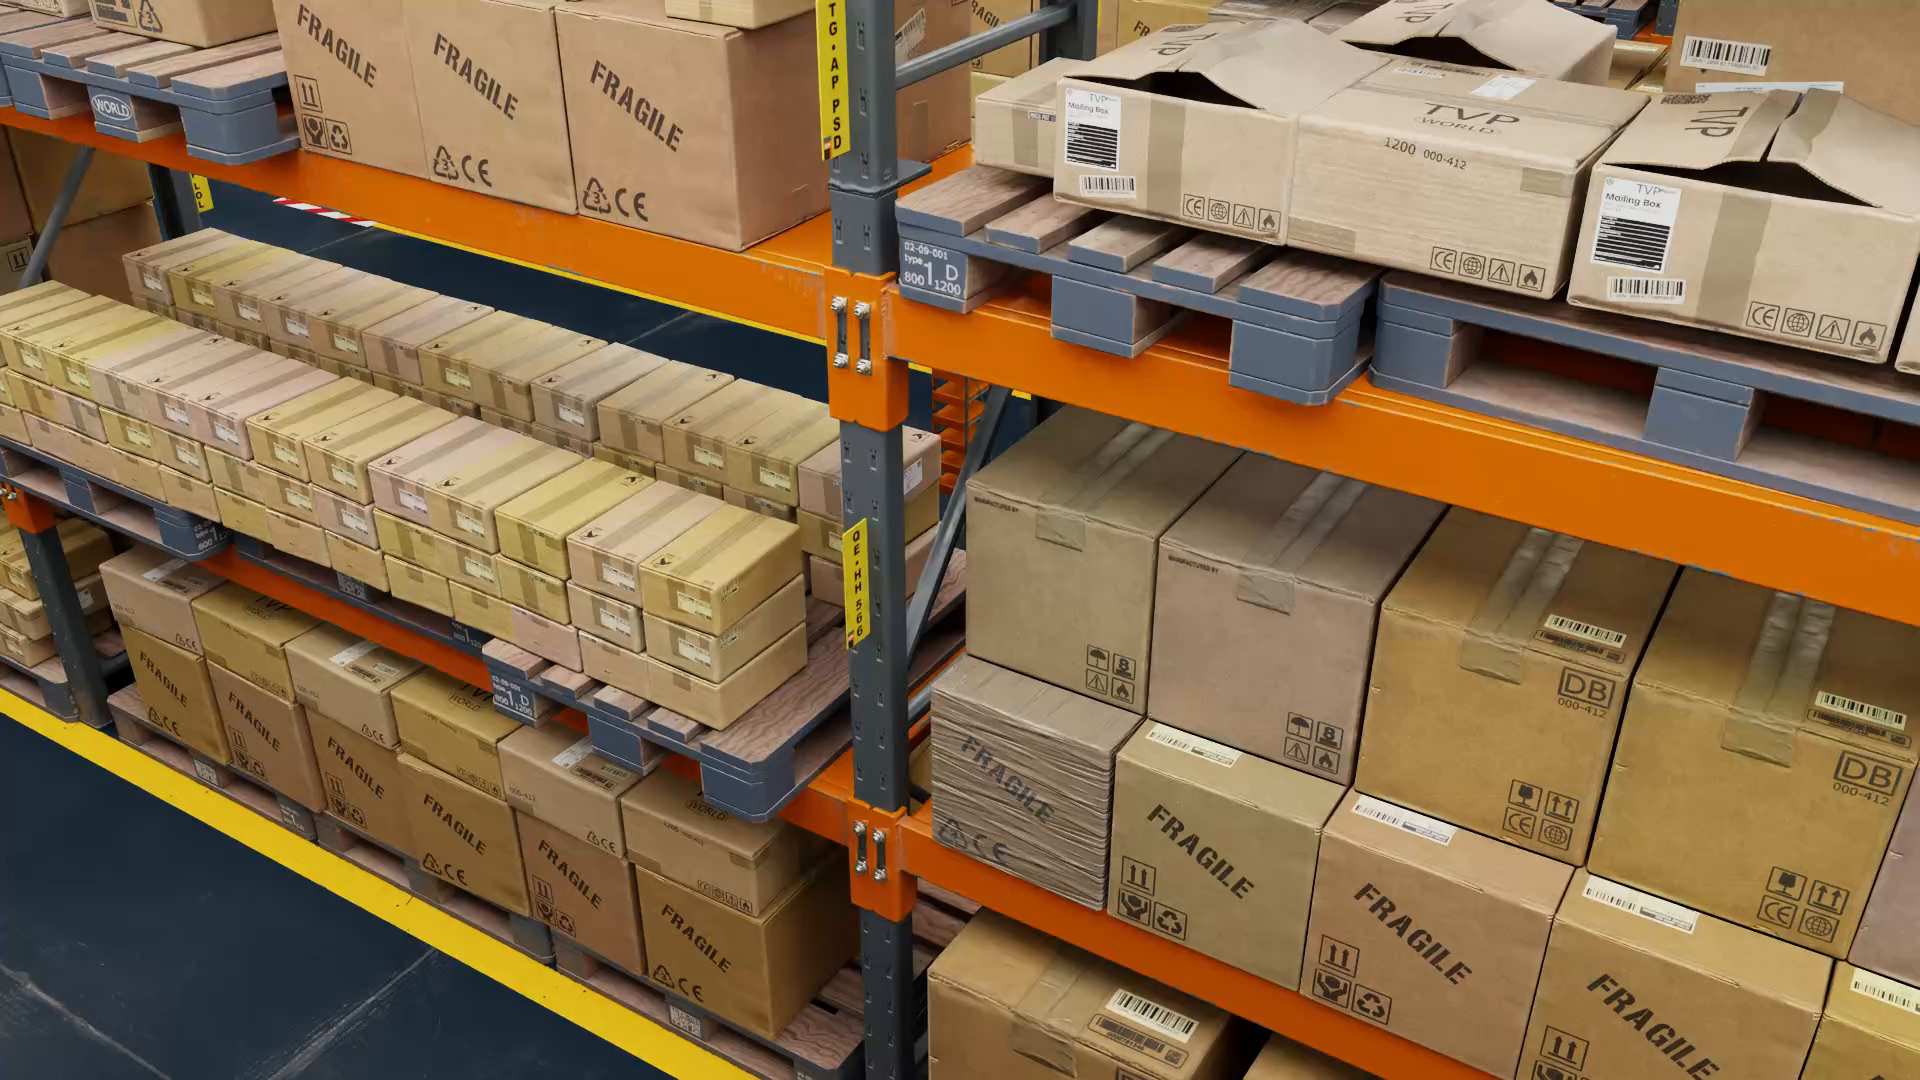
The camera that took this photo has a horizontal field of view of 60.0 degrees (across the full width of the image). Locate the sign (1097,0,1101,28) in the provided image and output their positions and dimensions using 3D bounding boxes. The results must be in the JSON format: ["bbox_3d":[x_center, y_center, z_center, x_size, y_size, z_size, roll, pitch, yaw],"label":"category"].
[{"bbox_3d":[0.335,-1.448,4.188,0.005,0.325,0.100,18,35,27],"label":"sign"}]

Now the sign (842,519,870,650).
[{"bbox_3d":[-0.248,0.108,4.018,0.005,0.325,0.100,18,35,27],"label":"sign"}]

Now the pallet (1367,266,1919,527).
[{"bbox_3d":[1.555,-0.426,3.215,1.213,0.211,1.003,19,35,30],"label":"pallet"}]

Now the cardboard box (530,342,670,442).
[{"bbox_3d":[-1.144,-0.478,5.335,0.250,0.149,0.380,19,35,30],"label":"cardboard box"}]

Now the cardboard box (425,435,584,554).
[{"bbox_3d":[-1.288,-0.134,4.746,0.250,0.149,0.380,19,35,29],"label":"cardboard box"}]

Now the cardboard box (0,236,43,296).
[{"bbox_3d":[-3.915,-0.913,6.444,0.500,0.500,0.500,18,35,27],"label":"cardboard box"}]

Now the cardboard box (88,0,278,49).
[{"bbox_3d":[-2.117,-1.784,4.835,0.637,0.503,0.797,17,34,27],"label":"cardboard box"}]

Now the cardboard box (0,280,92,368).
[{"bbox_3d":[-3.266,-0.760,5.818,0.250,0.149,0.380,19,35,30],"label":"cardboard box"}]

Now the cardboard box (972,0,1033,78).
[{"bbox_3d":[0.280,-2.846,9.061,0.500,0.500,0.500,17,34,26],"label":"cardboard box"}]

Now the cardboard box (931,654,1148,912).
[{"bbox_3d":[0.269,0.532,4.263,0.500,0.500,0.500,18,35,28],"label":"cardboard box"}]

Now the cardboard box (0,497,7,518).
[{"bbox_3d":[-4.247,-0.038,7.161,0.250,0.149,0.380,17,34,27],"label":"cardboard box"}]

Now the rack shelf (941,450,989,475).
[{"bbox_3d":[0.012,-0.372,8.024,0.180,0.103,0.258,18,35,27],"label":"rack shelf"}]

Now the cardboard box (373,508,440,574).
[{"bbox_3d":[-1.500,-0.075,4.939,0.250,0.149,0.380,17,34,27],"label":"cardboard box"}]

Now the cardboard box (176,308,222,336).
[{"bbox_3d":[-2.689,-0.841,6.252,0.250,0.149,0.380,18,35,28],"label":"cardboard box"}]

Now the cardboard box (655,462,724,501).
[{"bbox_3d":[-0.729,-0.219,5.186,0.250,0.149,0.380,16,34,26],"label":"cardboard box"}]

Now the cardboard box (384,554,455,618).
[{"bbox_3d":[-1.495,0.055,5.012,0.250,0.149,0.380,16,34,25],"label":"cardboard box"}]

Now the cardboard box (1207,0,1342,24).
[{"bbox_3d":[1.563,-2.436,8.358,0.500,0.500,0.500,18,35,28],"label":"cardboard box"}]

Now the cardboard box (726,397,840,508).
[{"bbox_3d":[-0.485,-0.268,4.974,0.250,0.149,0.380,17,34,26],"label":"cardboard box"}]

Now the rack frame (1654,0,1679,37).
[{"bbox_3d":[5.214,-3.920,11.992,0.127,3.000,1.000,18,35,27],"label":"rack frame"}]

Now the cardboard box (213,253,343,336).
[{"bbox_3d":[-2.466,-0.896,6.051,0.250,0.149,0.380,16,34,26],"label":"cardboard box"}]

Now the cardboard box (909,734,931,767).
[{"bbox_3d":[-0.423,0.626,5.520,0.500,0.250,0.500,16,34,25],"label":"cardboard box"}]

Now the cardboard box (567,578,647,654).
[{"bbox_3d":[-0.855,0.129,4.589,0.250,0.149,0.380,19,35,29],"label":"cardboard box"}]

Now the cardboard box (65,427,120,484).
[{"bbox_3d":[-2.819,-0.363,5.728,0.250,0.149,0.380,18,35,28],"label":"cardboard box"}]

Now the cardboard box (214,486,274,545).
[{"bbox_3d":[-2.157,-0.156,5.373,0.250,0.149,0.380,17,34,26],"label":"cardboard box"}]

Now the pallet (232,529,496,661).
[{"bbox_3d":[-1.666,-0.091,5.619,1.213,0.211,1.003,18,35,27],"label":"pallet"}]

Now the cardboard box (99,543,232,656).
[{"bbox_3d":[-2.870,0.153,6.331,0.500,0.250,0.500,16,34,25],"label":"cardboard box"}]

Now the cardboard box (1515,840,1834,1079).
[{"bbox_3d":[1.549,0.936,3.569,0.500,0.500,0.500,17,34,27],"label":"cardboard box"}]

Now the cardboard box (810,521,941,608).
[{"bbox_3d":[-0.239,0.061,5.002,0.250,0.149,0.380,17,34,27],"label":"cardboard box"}]

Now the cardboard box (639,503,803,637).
[{"bbox_3d":[-0.626,0.074,4.389,0.250,0.149,0.380,16,34,25],"label":"cardboard box"}]

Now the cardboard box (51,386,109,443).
[{"bbox_3d":[-2.827,-0.494,5.658,0.250,0.149,0.380,18,35,28],"label":"cardboard box"}]

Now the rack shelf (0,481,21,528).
[{"bbox_3d":[-5.049,-0.957,7.628,4.000,0.370,1.077,18,35,27],"label":"rack shelf"}]

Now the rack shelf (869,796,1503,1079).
[{"bbox_3d":[1.727,1.186,3.954,4.000,0.370,1.077,18,35,27],"label":"rack shelf"}]

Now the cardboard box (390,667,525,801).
[{"bbox_3d":[-1.542,0.569,5.618,0.500,0.250,0.500,18,35,28],"label":"cardboard box"}]

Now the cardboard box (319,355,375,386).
[{"bbox_3d":[-2.027,-0.632,5.894,0.250,0.149,0.380,16,34,25],"label":"cardboard box"}]

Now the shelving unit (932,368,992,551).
[{"bbox_3d":[0.012,-0.514,7.941,0.189,1.200,0.258,18,35,27],"label":"shelving unit"}]

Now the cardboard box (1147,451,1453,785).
[{"bbox_3d":[0.837,0.124,3.970,0.500,0.500,0.700,17,34,27],"label":"cardboard box"}]

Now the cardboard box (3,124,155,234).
[{"bbox_3d":[-3.608,-1.561,6.562,0.500,0.500,0.500,18,35,28],"label":"cardboard box"}]

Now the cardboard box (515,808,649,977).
[{"bbox_3d":[-1.101,1.032,5.568,0.500,0.500,0.500,19,35,29],"label":"cardboard box"}]

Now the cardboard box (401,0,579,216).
[{"bbox_3d":[-1.017,-1.172,4.207,0.500,0.500,0.500,18,35,27],"label":"cardboard box"}]

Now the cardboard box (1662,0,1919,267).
[{"bbox_3d":[1.654,-0.878,3.186,0.500,0.500,0.500,18,35,27],"label":"cardboard box"}]

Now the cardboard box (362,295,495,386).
[{"bbox_3d":[-1.808,-0.688,5.695,0.250,0.149,0.380,16,34,25],"label":"cardboard box"}]

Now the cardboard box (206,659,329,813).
[{"bbox_3d":[-2.421,0.618,6.277,0.500,0.500,0.500,19,35,29],"label":"cardboard box"}]

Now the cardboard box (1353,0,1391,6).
[{"bbox_3d":[2.291,-2.512,8.487,0.500,0.500,0.500,16,34,26],"label":"cardboard box"}]

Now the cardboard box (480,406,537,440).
[{"bbox_3d":[-1.362,-0.421,5.533,0.250,0.149,0.380,17,34,27],"label":"cardboard box"}]

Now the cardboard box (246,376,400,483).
[{"bbox_3d":[-1.940,-0.343,5.104,0.250,0.149,0.380,19,35,29],"label":"cardboard box"}]

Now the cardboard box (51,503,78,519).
[{"bbox_3d":[-3.979,-0.266,7.551,0.250,0.149,0.380,17,34,27],"label":"cardboard box"}]

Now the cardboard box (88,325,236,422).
[{"bbox_3d":[-2.601,-0.550,5.459,0.250,0.149,0.380,17,34,27],"label":"cardboard box"}]

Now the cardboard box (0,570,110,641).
[{"bbox_3d":[-3.791,0.241,6.978,0.250,0.149,0.380,18,35,28],"label":"cardboard box"}]

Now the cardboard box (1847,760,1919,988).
[{"bbox_3d":[2.132,0.533,3.268,0.500,0.500,0.700,18,35,28],"label":"cardboard box"}]

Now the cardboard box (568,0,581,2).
[{"bbox_3d":[-0.890,-1.459,3.938,0.258,0.266,0.396,18,35,27],"label":"cardboard box"}]

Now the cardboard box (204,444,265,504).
[{"bbox_3d":[-2.152,-0.282,5.295,0.250,0.149,0.380,17,34,27],"label":"cardboard box"}]

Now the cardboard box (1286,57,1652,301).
[{"bbox_3d":[0.953,-0.694,3.119,0.500,0.250,0.500,19,35,29],"label":"cardboard box"}]

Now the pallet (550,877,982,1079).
[{"bbox_3d":[-0.628,1.334,5.754,1.213,0.211,1.003,18,35,27],"label":"pallet"}]

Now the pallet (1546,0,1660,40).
[{"bbox_3d":[4.603,-3.989,12.301,1.003,0.211,1.213,18,35,27],"label":"pallet"}]

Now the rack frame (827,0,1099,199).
[{"bbox_3d":[0.033,-2.252,3.180,0.127,3.000,1.000,18,35,27],"label":"rack frame"}]

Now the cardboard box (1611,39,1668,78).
[{"bbox_3d":[3.111,-2.150,8.148,0.500,0.500,0.500,16,34,26],"label":"cardboard box"}]

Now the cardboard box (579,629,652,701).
[{"bbox_3d":[-0.839,0.263,4.655,0.250,0.149,0.380,17,35,27],"label":"cardboard box"}]

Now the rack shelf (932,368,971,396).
[{"bbox_3d":[0.012,-0.787,7.782,0.180,0.103,0.258,18,35,27],"label":"rack shelf"}]
